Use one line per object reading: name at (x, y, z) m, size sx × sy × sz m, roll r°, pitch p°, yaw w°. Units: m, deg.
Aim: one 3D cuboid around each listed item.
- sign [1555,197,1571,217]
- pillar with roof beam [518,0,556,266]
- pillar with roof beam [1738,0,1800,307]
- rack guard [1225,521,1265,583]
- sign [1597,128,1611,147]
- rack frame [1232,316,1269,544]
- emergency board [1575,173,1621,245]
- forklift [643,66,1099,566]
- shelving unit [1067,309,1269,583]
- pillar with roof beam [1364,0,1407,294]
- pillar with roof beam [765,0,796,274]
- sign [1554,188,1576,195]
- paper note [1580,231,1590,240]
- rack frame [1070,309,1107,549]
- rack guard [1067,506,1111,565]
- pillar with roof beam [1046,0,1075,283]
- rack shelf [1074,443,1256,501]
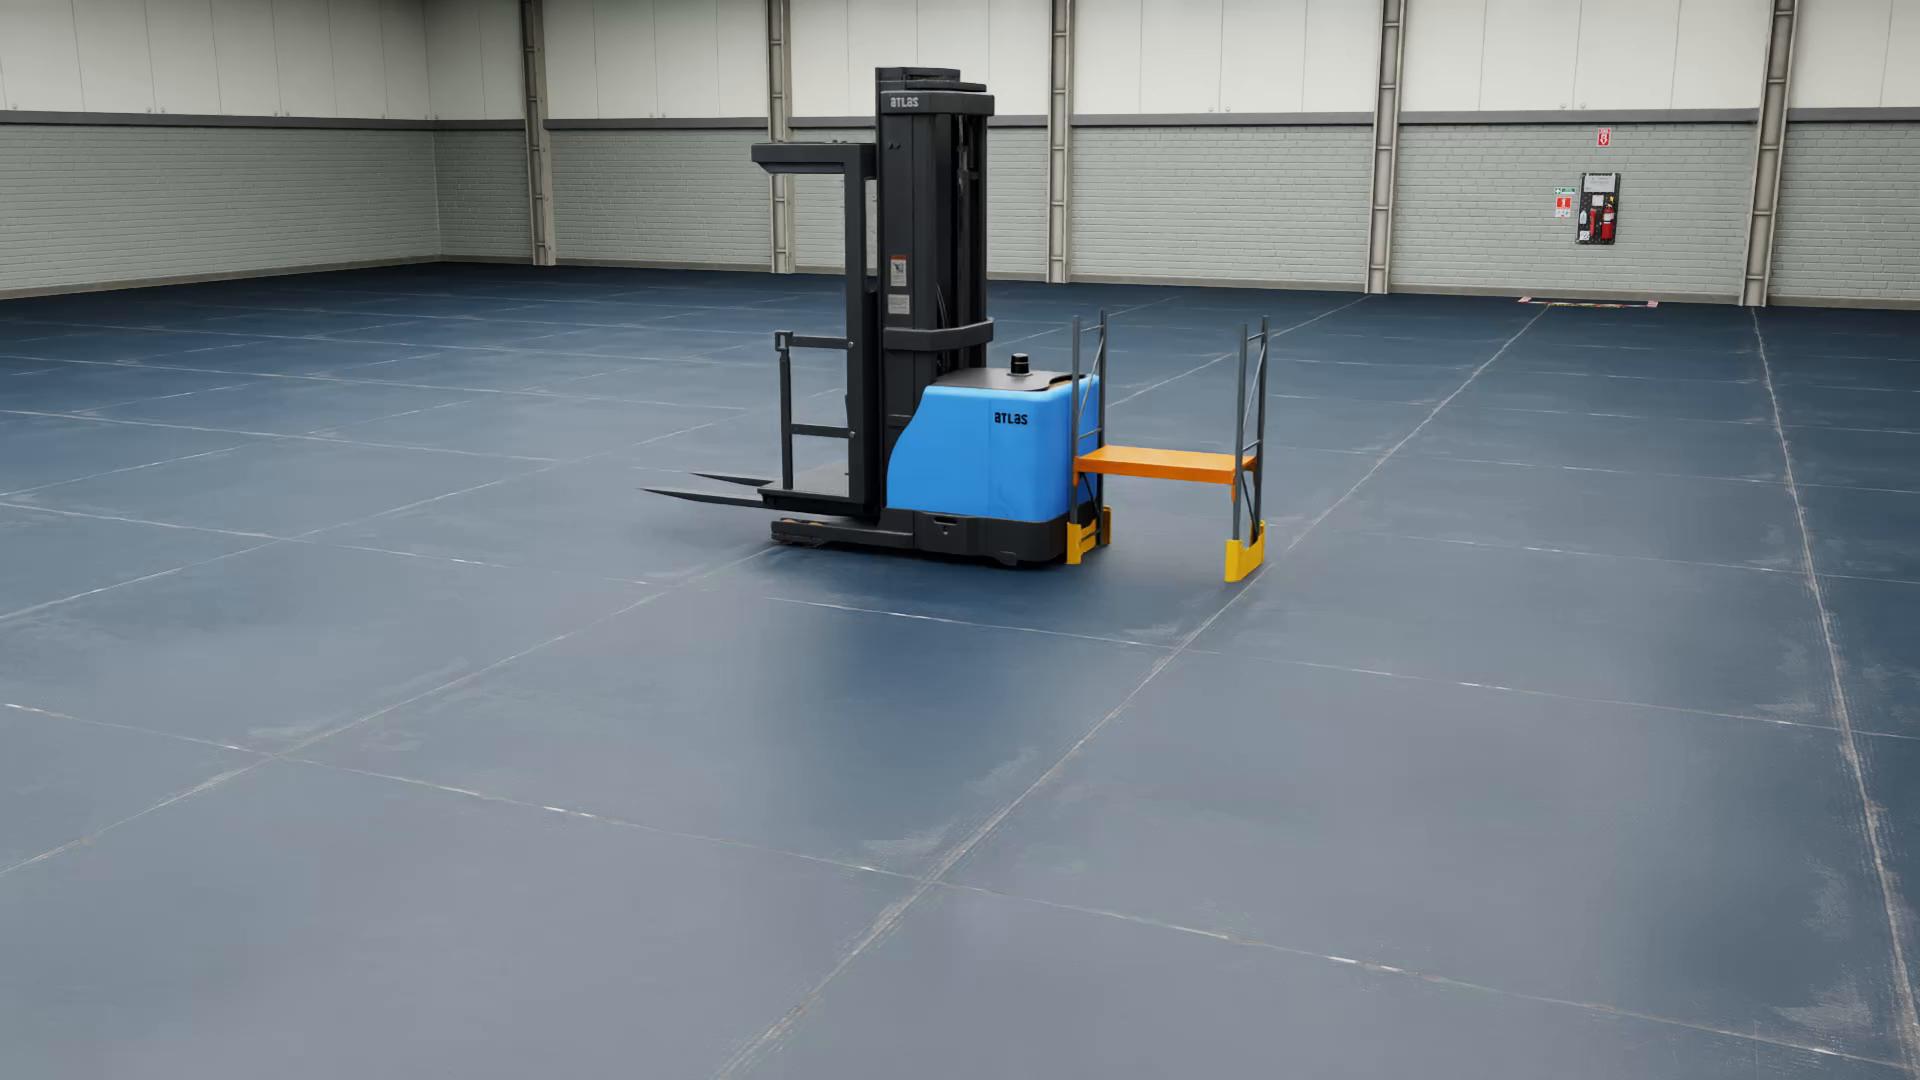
sign at (10.140, -5.593, 27.946) m, size 0.234 × 0.329 × 0.001 m, roll 6°, pitch 14°, yaw 23°
pillar with roof beam at (-10.839, -9.508, 31.578) m, size 0.400 × 9.000 × 9.100 m, roll 6°, pitch 14°, yaw 23°
pillar with roof beam at (11.105, -7.288, 22.114) m, size 0.400 × 9.000 × 9.100 m, roll 6°, pitch 14°, yaw 23°
rack guard at (1.706, 0.064, 9.936) m, size 0.087 × 0.250 × 0.587 m, roll 6°, pitch 15°, yaw 25°
sign at (10.637, -6.653, 27.467) m, size 0.199 × 0.298 × 0.001 m, roll 6°, pitch 14°, yaw 23°
rack frame at (1.707, -0.545, 9.793) m, size 0.032 × 1.500 × 0.500 m, roll 6°, pitch 15°, yaw 25°
emergency board at (10.604, -5.503, 27.640) m, size 0.643 × 1.169 × 0.194 m, roll 6°, pitch 14°, yaw 23°
forklift at (-0.640, -1.476, 10.630) m, size 3.031 × 2.935 × 1.130 m, roll 6°, pitch 15°, yaw 25°
shelving unit at (1.256, -0.593, 10.000) m, size 1.083 × 1.500 × 0.587 m, roll 6°, pitch 15°, yaw 25°
pillar with roof beam at (5.619, -7.843, 24.480) m, size 0.400 × 9.000 × 9.100 m, roll 6°, pitch 14°, yaw 23°
pillar with roof beam at (-5.353, -8.953, 29.212) m, size 0.400 × 9.000 × 9.100 m, roll 6°, pitch 14°, yaw 23°
sign at (10.141, -5.849, 27.875) m, size 0.331 × 0.109 × 0.001 m, roll 6°, pitch 14°, yaw 23°
paper note at (10.470, -5.105, 27.872) m, size 0.142 × 0.148 × 0.016 m, roll 6°, pitch 14°, yaw 23°
rack frame at (0.788, -0.644, 10.216) m, size 0.032 × 1.500 × 0.500 m, roll 6°, pitch 15°, yaw 25°
rack guard at (0.806, -0.034, 10.351) m, size 0.087 × 0.250 × 0.587 m, roll 6°, pitch 15°, yaw 25°
pillar with roof beam at (0.133, -8.398, 26.846) m, size 0.400 × 9.000 × 9.100 m, roll 6°, pitch 14°, yaw 23°
rack shelf at (1.248, -0.419, 10.045) m, size 1.000 × 0.185 × 0.538 m, roll 6°, pitch 15°, yaw 25°
